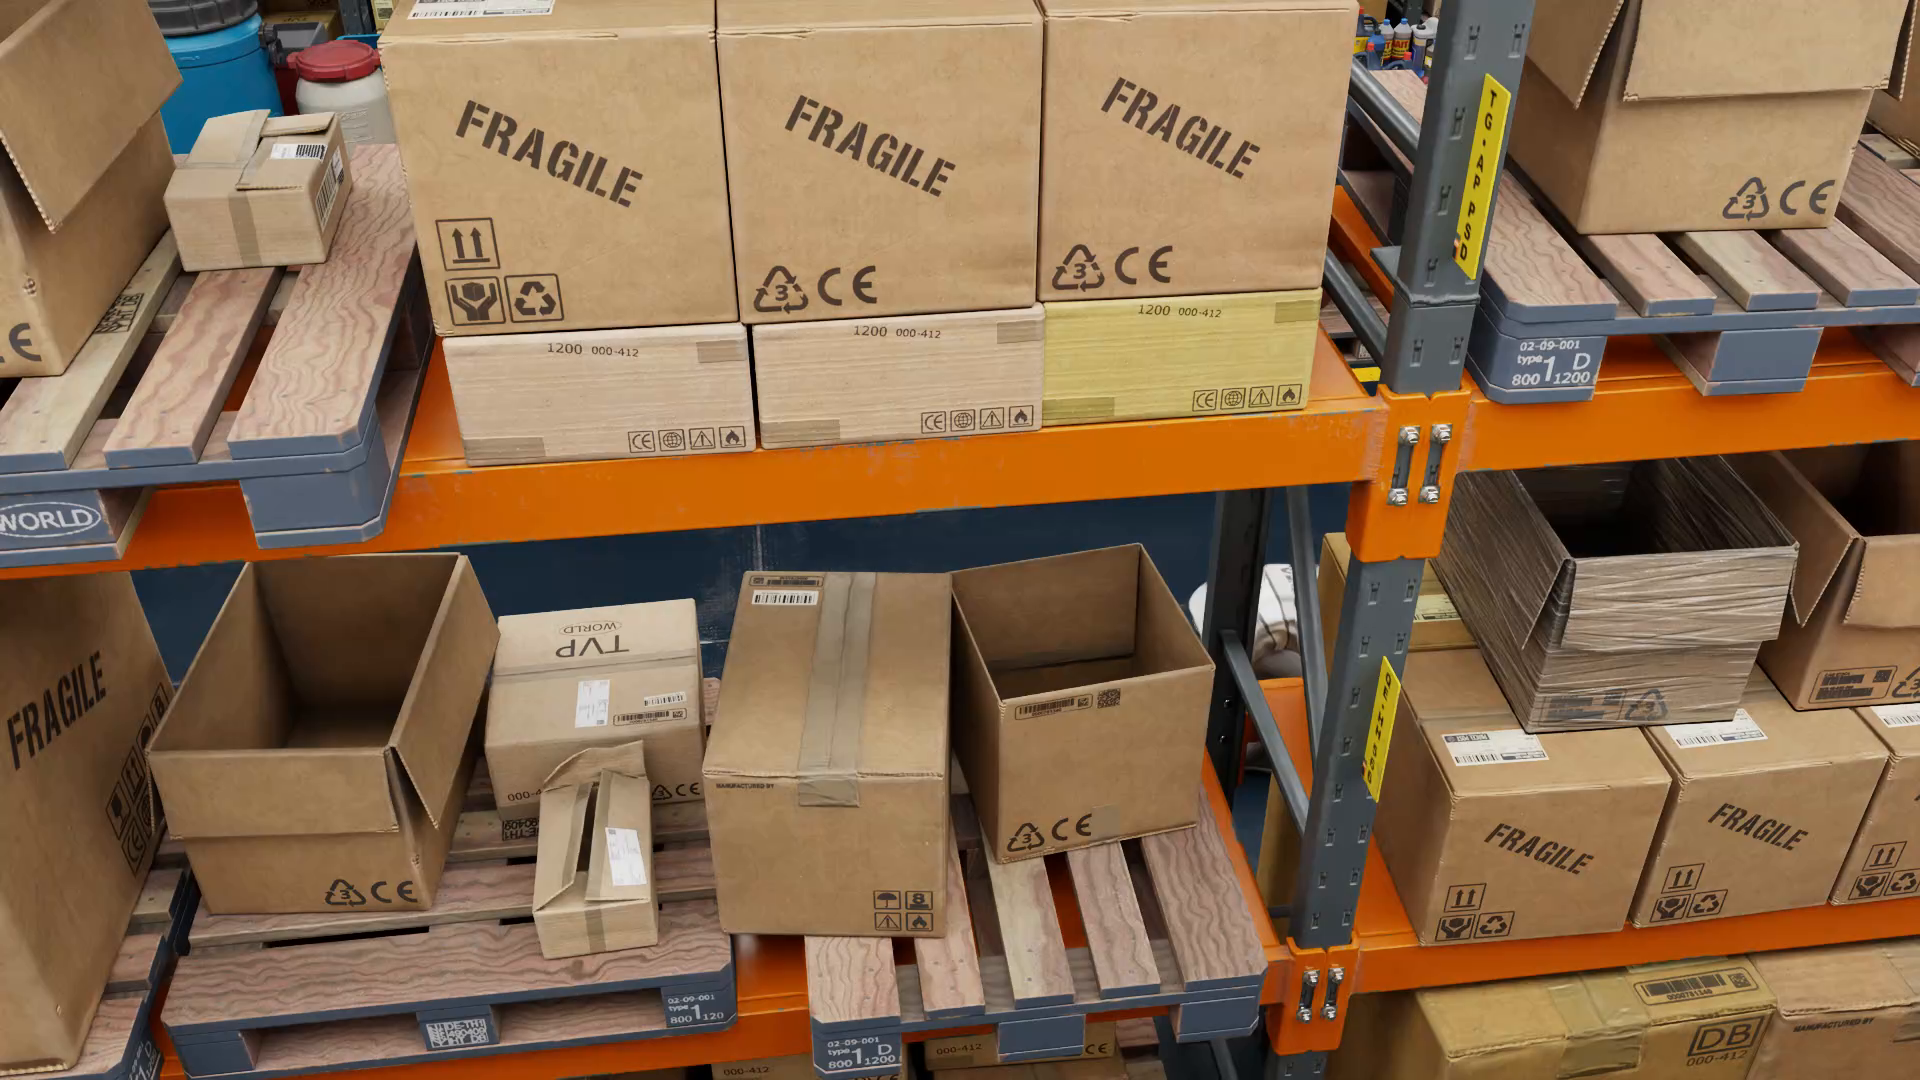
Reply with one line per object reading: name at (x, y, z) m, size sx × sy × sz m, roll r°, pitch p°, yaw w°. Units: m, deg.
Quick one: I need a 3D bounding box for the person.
person at (1.302, 0.454, 6.265) m, size 0.919 × 0.822 × 0.469 m, roll -6°, pitch 35°, yaw -8°
